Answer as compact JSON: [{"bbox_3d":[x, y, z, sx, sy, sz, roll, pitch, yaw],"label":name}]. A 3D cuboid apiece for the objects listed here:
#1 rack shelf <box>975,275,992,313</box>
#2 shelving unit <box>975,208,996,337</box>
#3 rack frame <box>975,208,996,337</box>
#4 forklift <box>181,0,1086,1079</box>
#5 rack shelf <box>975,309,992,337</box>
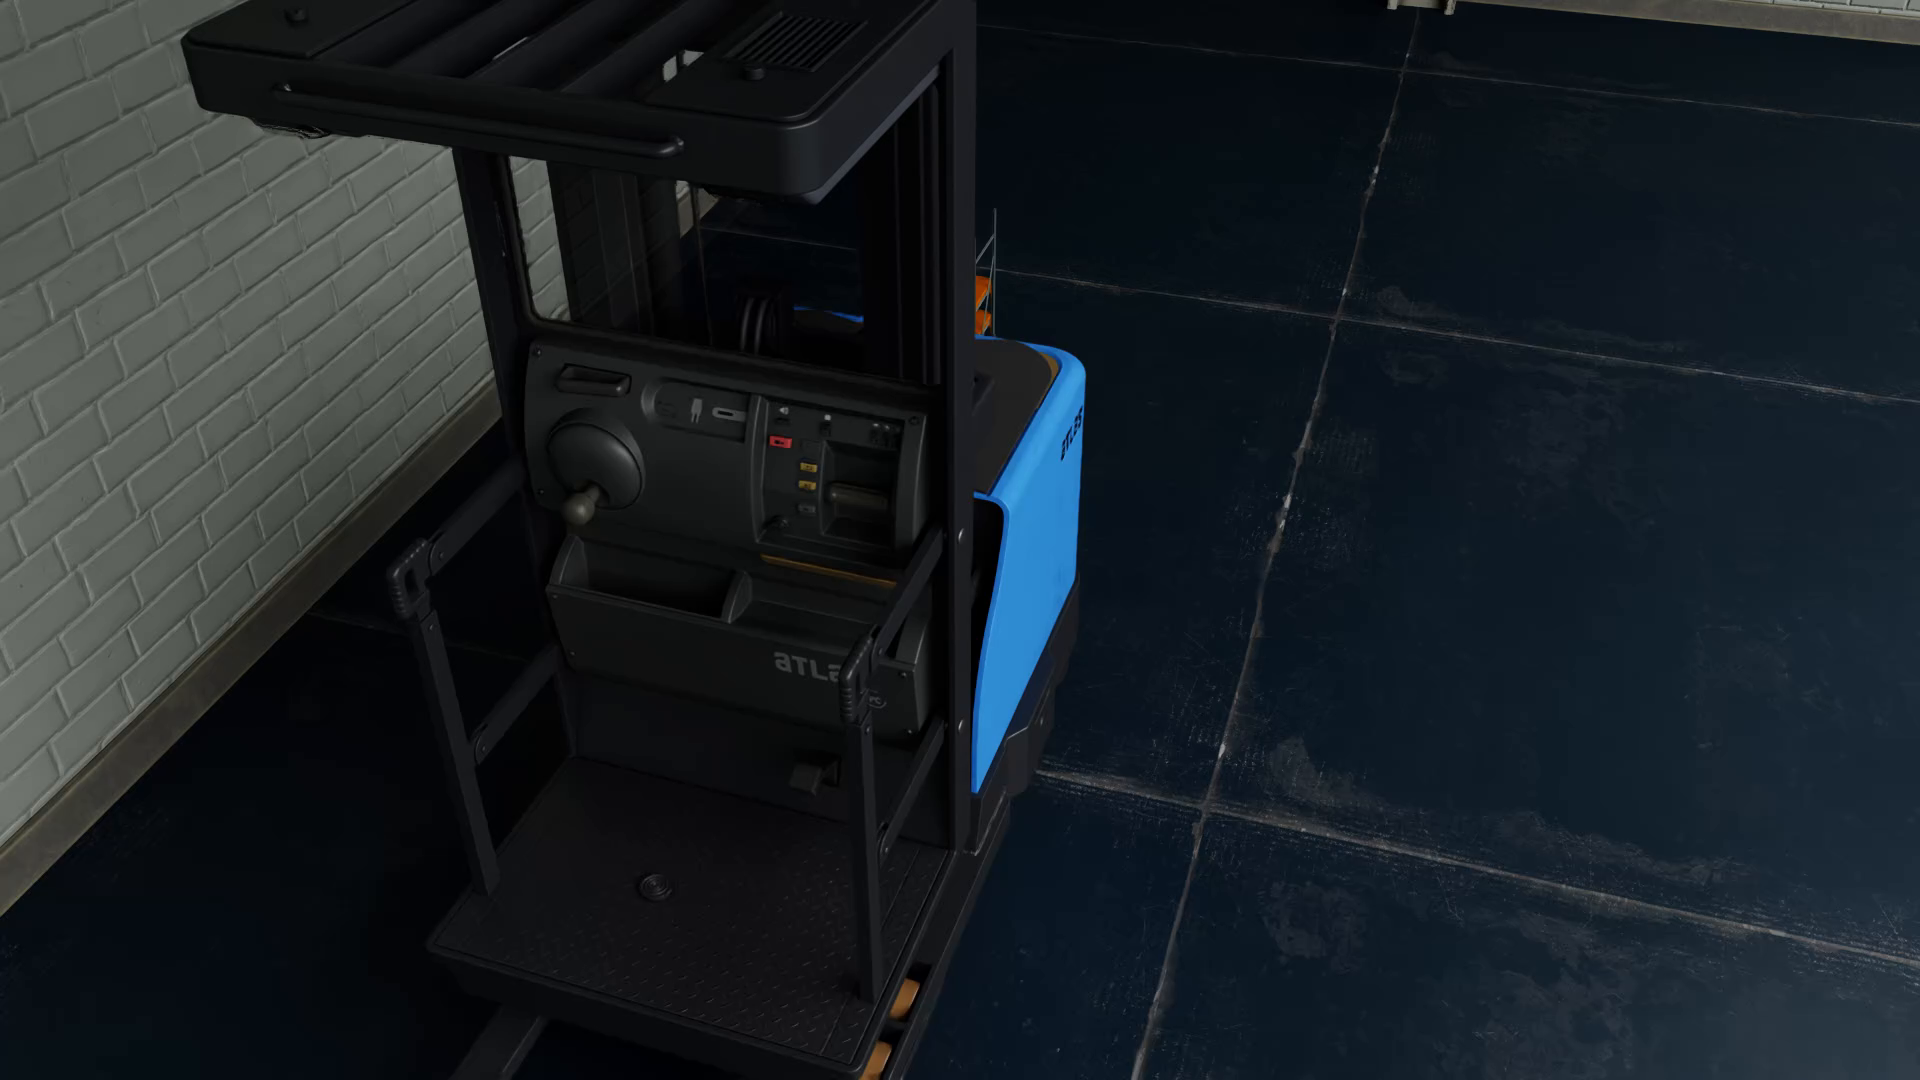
[{"bbox_3d":[-0.014,-0.740,5.211,0.180,0.103,0.258,10,38,14],"label":"rack shelf"},{"bbox_3d":[-0.014,-0.486,5.398,0.189,1.200,0.258,10,38,14],"label":"shelving unit"},{"bbox_3d":[0.074,-0.470,5.376,0.006,1.200,0.240,10,38,14],"label":"rack frame"},{"bbox_3d":[-0.585,-0.111,3.428,1.130,2.935,3.031,11,38,15],"label":"forklift"},{"bbox_3d":[-0.014,-0.643,5.282,0.180,0.103,0.258,10,38,14],"label":"rack shelf"}]
